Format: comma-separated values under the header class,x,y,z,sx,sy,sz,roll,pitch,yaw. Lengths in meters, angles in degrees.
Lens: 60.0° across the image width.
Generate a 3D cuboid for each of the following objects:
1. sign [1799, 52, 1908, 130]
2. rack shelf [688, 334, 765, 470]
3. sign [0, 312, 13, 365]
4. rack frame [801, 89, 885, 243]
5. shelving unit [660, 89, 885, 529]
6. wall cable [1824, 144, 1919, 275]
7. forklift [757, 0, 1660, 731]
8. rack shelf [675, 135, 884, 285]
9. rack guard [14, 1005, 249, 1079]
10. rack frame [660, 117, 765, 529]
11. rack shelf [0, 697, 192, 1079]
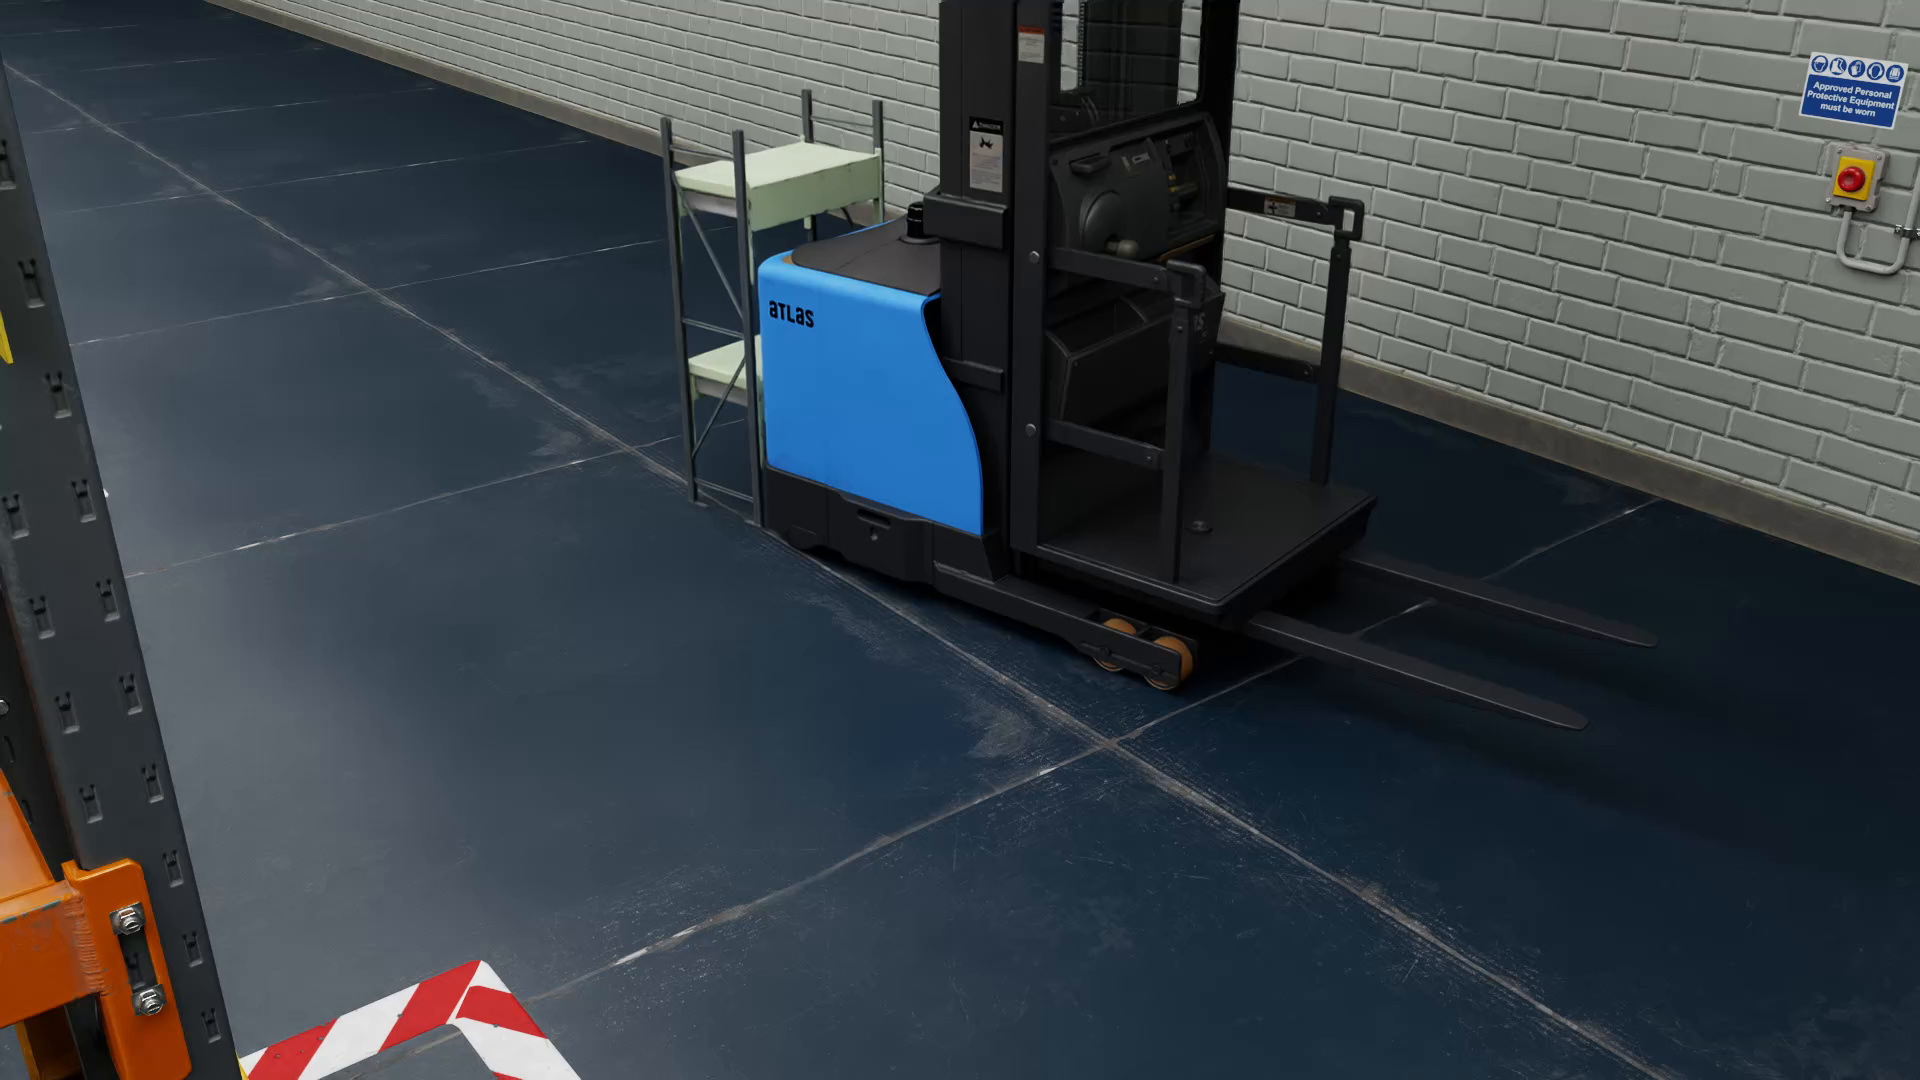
class,x,y,z,sx,sy,sz,roll,pitch,yaw
sign,3.042,-1.534,5.671,0.001,0.218,0.327,-18,31,-34
rack shelf,-0.681,-0.603,6.542,0.431,0.370,0.720,19,31,34
sign,-1.075,-0.356,1.798,0.005,0.325,0.100,-18,31,-34
rack frame,-0.453,-1.019,6.665,0.400,1.500,0.023,19,31,34
shelving unit,-0.681,-0.899,6.405,0.431,1.500,0.755,19,31,34
wall cable,3.024,-1.855,5.439,0.123,1.953,0.585,-18,31,-34
forklift,0.741,-1.109,5.159,3.031,2.935,1.130,19,31,34
rack shelf,-0.681,-1.253,6.241,0.431,0.370,0.720,19,31,34
rack guard,-1.380,1.221,3.026,0.348,0.500,1.175,-18,31,-34
rack frame,-0.908,-0.778,6.145,0.400,1.500,0.023,19,31,34
rack shelf,-2.973,0.939,1.519,4.000,0.370,1.077,-18,31,-34
